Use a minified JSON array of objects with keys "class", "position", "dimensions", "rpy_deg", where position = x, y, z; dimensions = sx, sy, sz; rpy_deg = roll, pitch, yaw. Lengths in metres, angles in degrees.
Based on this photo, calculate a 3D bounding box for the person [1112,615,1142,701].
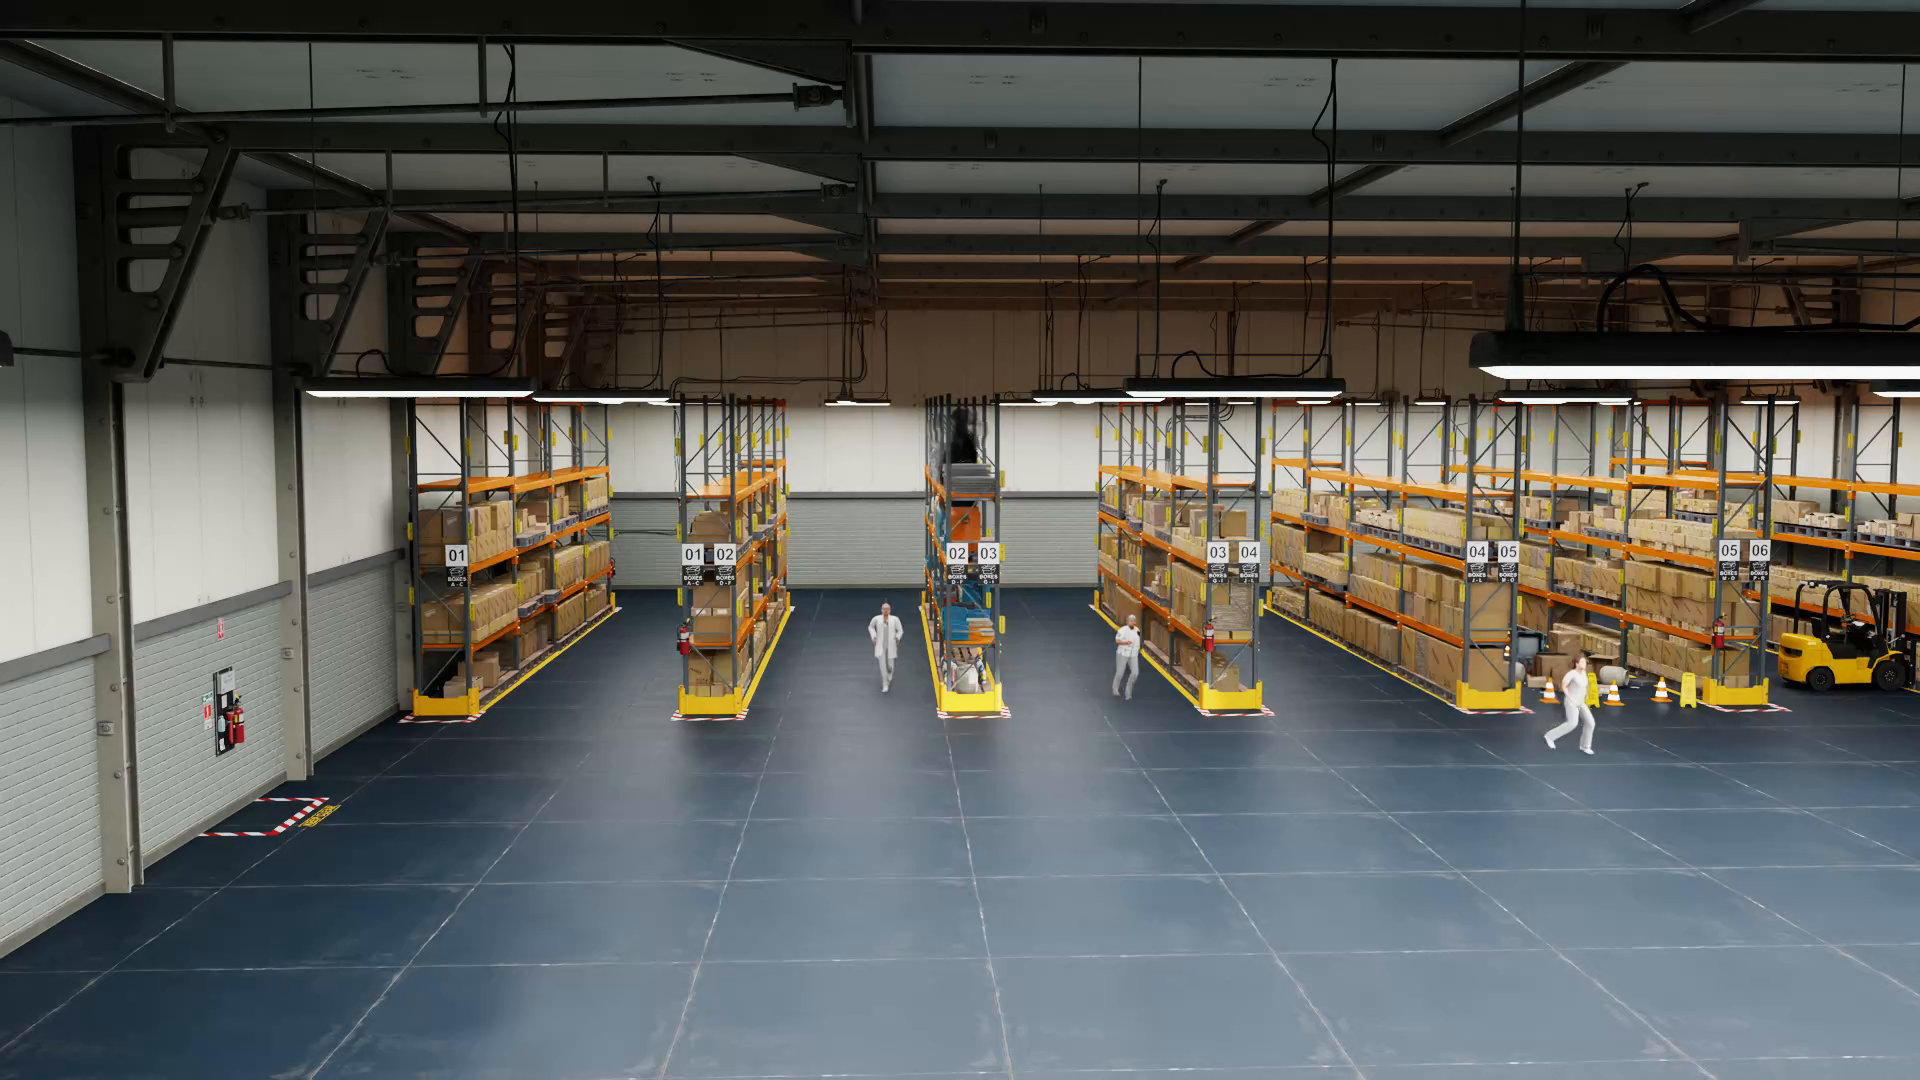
[{"class":"person","position":[3.334,2.325,32.820],"dimensions":[0.603,1.721,0.713],"rpy_deg":[-1,5,-14]}]

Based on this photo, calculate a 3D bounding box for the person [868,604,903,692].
[{"class":"person","position":[-1.520,2.177,33.976],"dimensions":[0.711,1.765,0.880],"rpy_deg":[0,5,-2]}]

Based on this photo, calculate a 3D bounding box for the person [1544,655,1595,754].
[{"class":"person","position":[10.215,2.744,27.704],"dimensions":[0.783,1.667,0.667],"rpy_deg":[-4,6,-39]}]
